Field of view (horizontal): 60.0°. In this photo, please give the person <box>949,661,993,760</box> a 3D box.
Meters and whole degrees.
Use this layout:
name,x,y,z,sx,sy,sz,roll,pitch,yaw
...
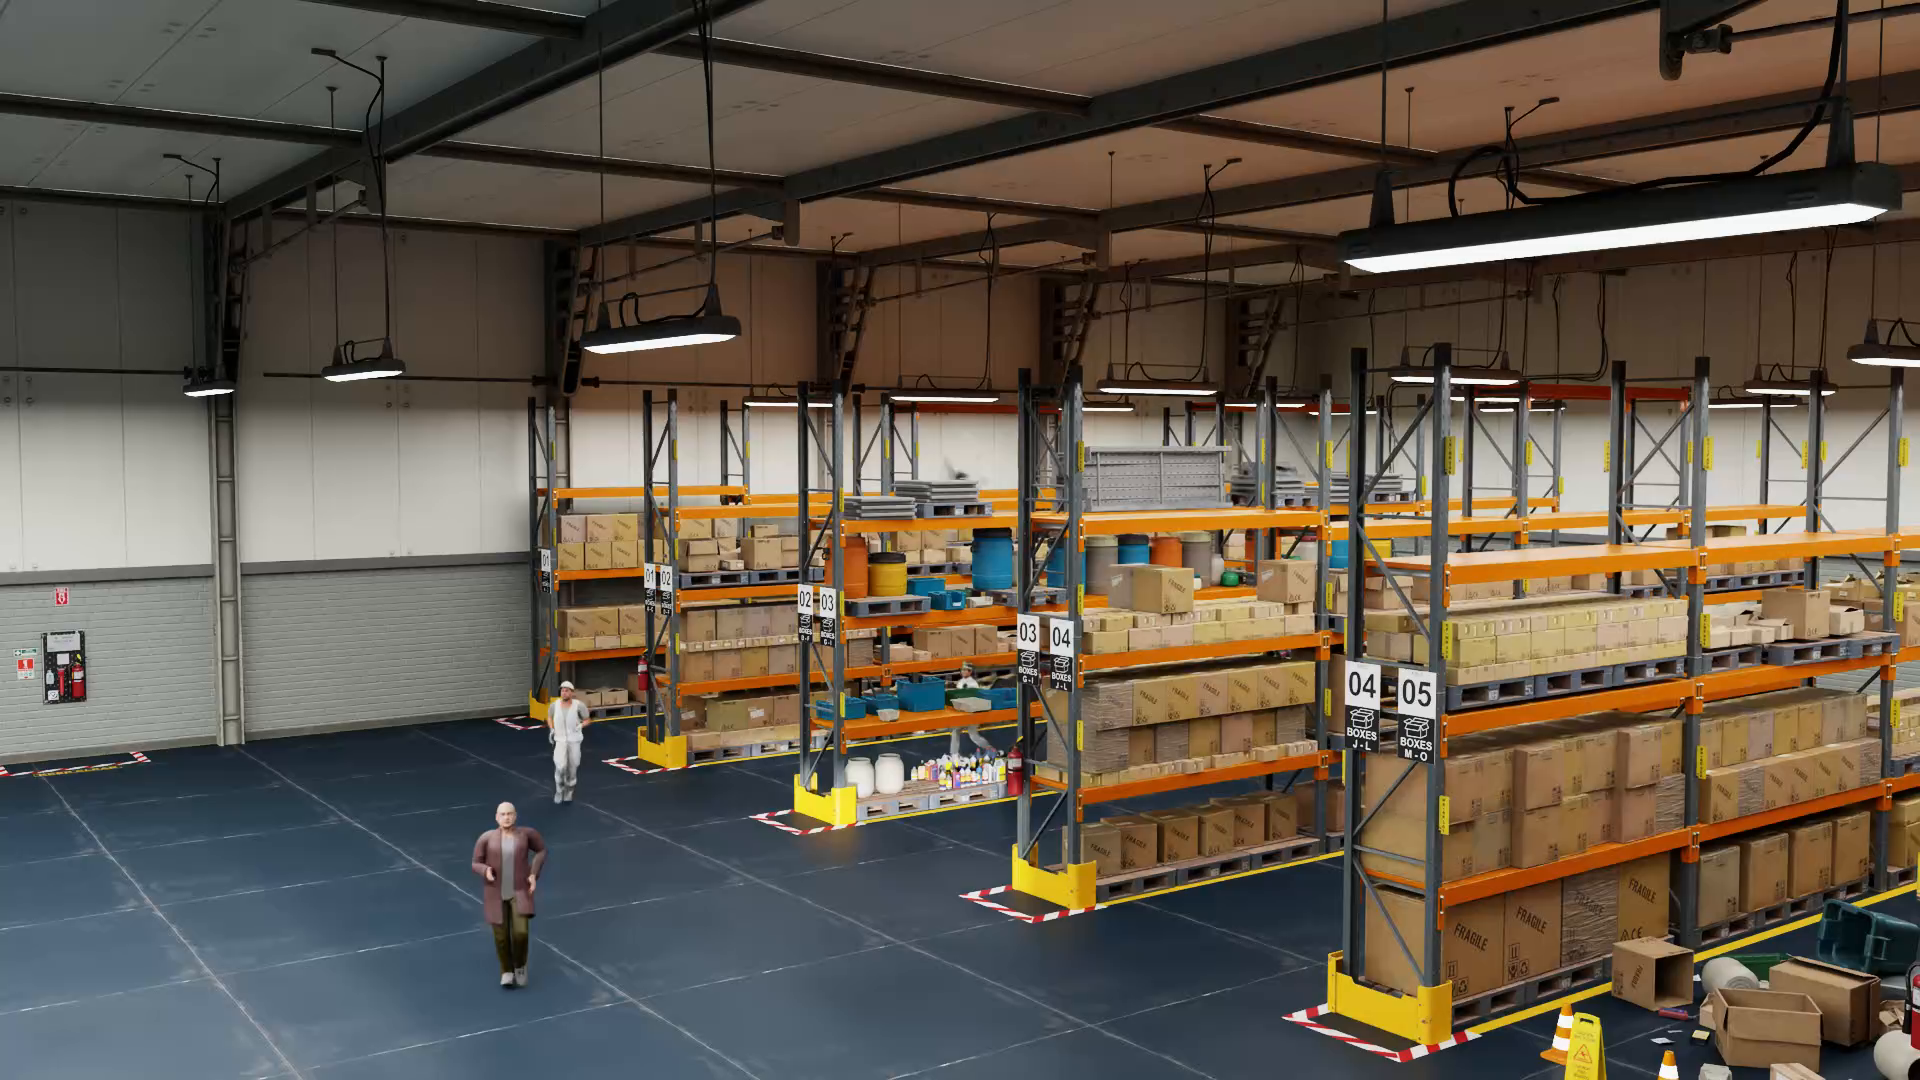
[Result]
name,x,y,z,sx,sy,sz,roll,pitch,yaw
person,0.106,2.744,26.265,0.917,1.686,0.610,-2,4,-35

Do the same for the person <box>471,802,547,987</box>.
name,x,y,z,sx,sy,sz,roll,pitch,yaw
person,-4.242,3.363,15.649,0.694,1.762,0.675,-1,3,-13

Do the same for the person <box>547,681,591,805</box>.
name,x,y,z,sx,sy,sz,roll,pitch,yaw
person,-5.560,2.885,23.592,0.624,1.770,0.667,0,3,-8
